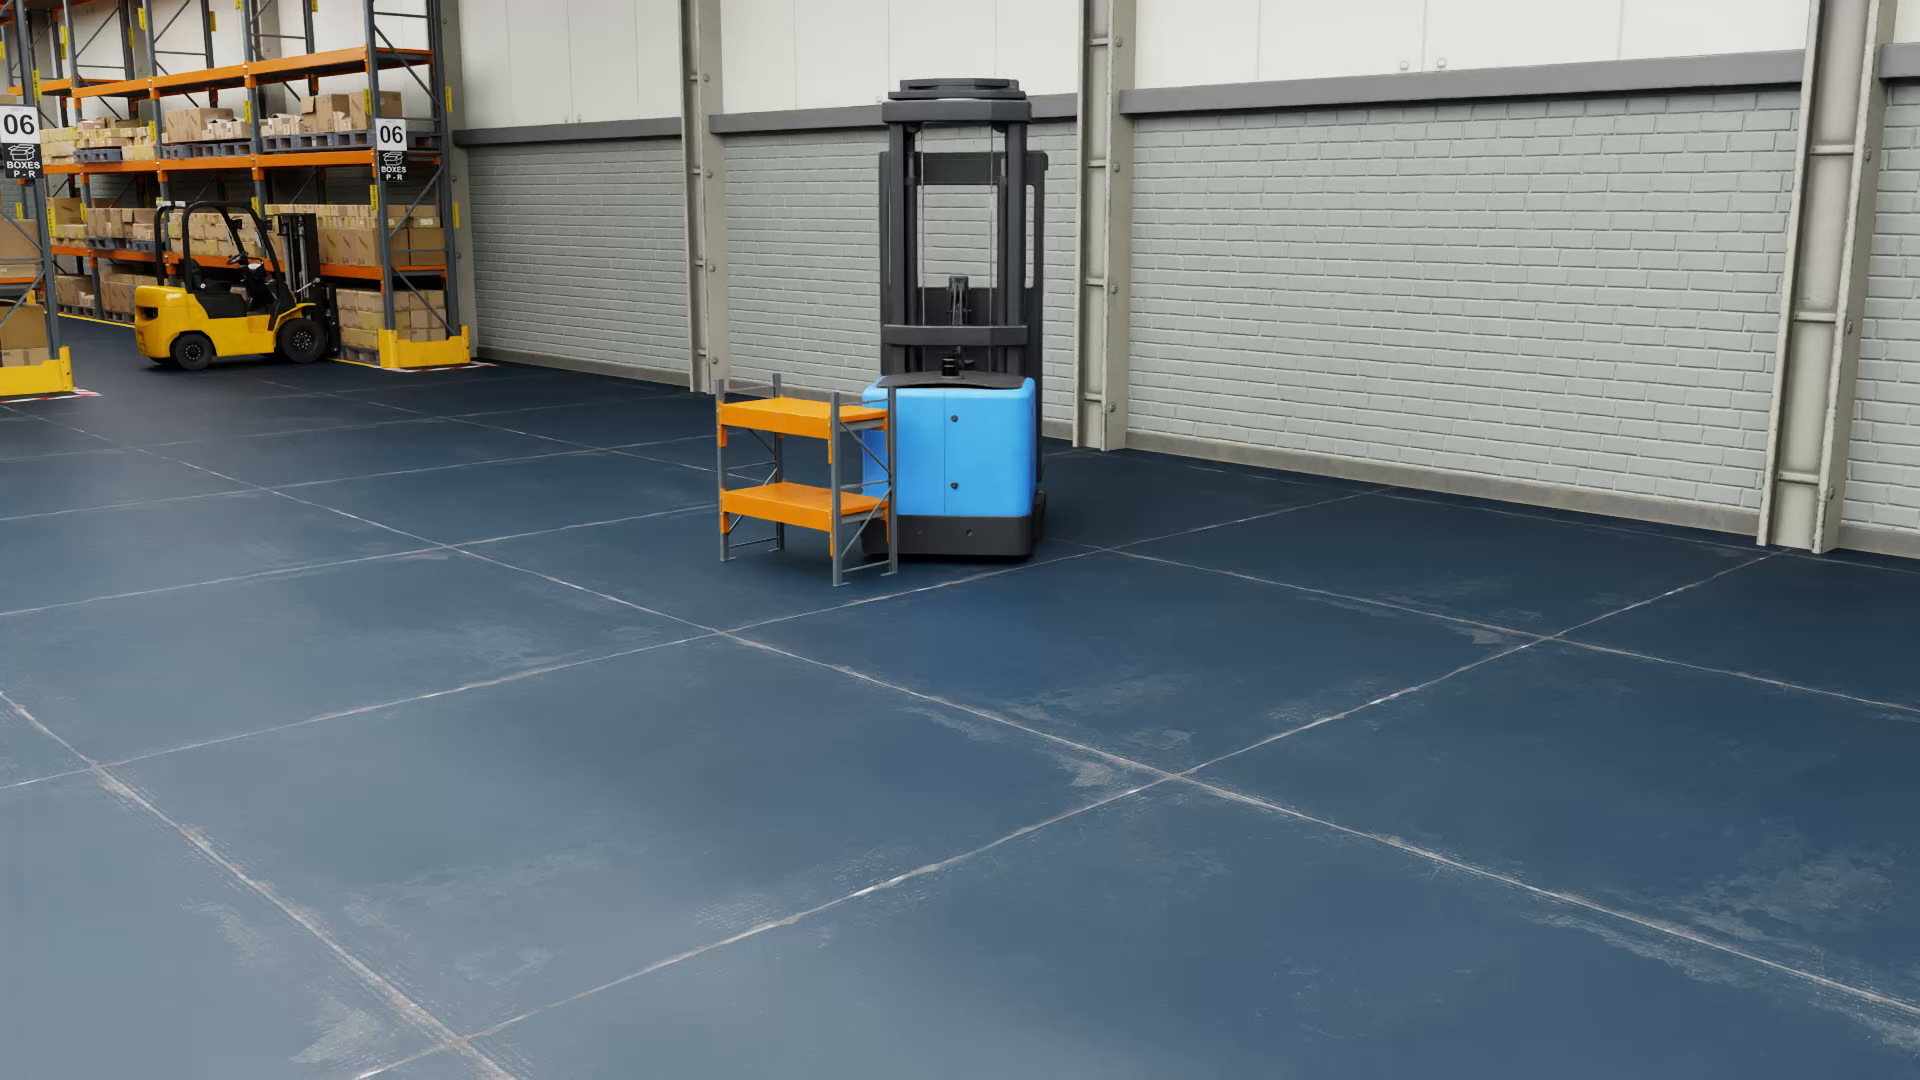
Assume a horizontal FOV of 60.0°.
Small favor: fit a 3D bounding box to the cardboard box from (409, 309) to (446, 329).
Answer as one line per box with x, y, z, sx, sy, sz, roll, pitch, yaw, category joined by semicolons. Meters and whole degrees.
-7.372;-3.034;22.738;0.500;0.250;0.500;-11;16;-42;cardboard box

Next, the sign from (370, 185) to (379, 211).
-7.599;-4.442;21.582;0.100;0.325;0.005;-11;16;-43;sign

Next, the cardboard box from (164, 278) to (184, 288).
-13.246;-4.336;28.070;0.250;0.149;0.380;11;16;42;cardboard box

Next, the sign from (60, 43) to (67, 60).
-17.831;-9.715;33.059;0.100;0.325;0.005;-11;16;-43;sign

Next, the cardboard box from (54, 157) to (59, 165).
-16.800;-7.133;31.290;0.380;0.149;0.250;-11;16;-42;cardboard box

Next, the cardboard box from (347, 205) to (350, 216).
-8.108;-4.481;22.633;0.380;0.149;0.250;-11;16;-42;cardboard box

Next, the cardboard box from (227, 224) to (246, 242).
-10.844;-4.698;25.413;0.500;0.250;0.500;11;16;44;cardboard box

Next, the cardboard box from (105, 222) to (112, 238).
-14.802;-5.467;29.308;0.396;0.266;0.258;-10;15;-40;cardboard box

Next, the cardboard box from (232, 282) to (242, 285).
-11.844;-3.855;27.036;0.875;0.625;0.625;-10;15;-41;cardboard box

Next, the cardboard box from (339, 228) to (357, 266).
-8.079;-3.994;22.615;0.500;0.500;0.500;-10;15;-41;cardboard box

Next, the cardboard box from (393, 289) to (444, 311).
-7.392;-3.278;22.683;0.500;0.250;0.500;-11;16;-43;cardboard box

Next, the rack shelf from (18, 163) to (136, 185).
-16.865;-6.992;31.767;1.077;0.370;4.000;-11;16;-43;rack shelf

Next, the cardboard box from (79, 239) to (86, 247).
-16.083;-5.507;30.831;0.380;0.149;0.250;-10;16;-41;cardboard box

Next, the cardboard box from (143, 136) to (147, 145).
-13.469;-6.692;27.908;0.380;0.149;0.250;-10;16;-41;cardboard box

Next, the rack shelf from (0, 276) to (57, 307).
-12.166;-3.080;20.209;1.077;0.370;4.000;-11;16;-43;rack shelf

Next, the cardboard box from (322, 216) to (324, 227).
-8.650;-4.444;23.190;0.380;0.149;0.250;-11;16;-43;cardboard box

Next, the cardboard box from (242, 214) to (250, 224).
-10.678;-4.880;25.309;0.380;0.149;0.250;-11;16;-43;cardboard box

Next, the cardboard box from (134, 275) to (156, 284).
-14.274;-4.576;29.237;0.380;0.149;0.250;-11;16;-42;cardboard box

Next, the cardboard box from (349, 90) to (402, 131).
-7.679;-5.636;21.863;0.500;0.500;0.500;-10;15;-41;cardboard box

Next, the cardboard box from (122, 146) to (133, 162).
-13.945;-6.583;28.369;0.500;0.250;0.500;-11;16;-43;cardboard box

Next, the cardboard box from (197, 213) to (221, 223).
-11.949;-5.138;26.559;0.380;0.149;0.250;-11;16;-42;cardboard box

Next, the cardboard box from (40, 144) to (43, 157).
-17.428;-7.458;31.880;0.500;0.250;0.500;11;16;43;cardboard box

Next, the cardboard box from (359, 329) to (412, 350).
-7.750;-2.716;22.434;0.500;0.250;0.500;-11;16;-42;cardboard box

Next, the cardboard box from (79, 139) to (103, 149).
-15.412;-7.043;29.563;0.380;0.149;0.250;-11;16;-42;cardboard box

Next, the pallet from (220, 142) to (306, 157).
-10.578;-5.919;25.246;1.217;0.209;0.805;11;16;43;pallet

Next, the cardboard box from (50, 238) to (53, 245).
-17.364;-5.763;32.075;0.250;0.149;0.380;11;16;44;cardboard box

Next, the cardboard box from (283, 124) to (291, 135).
-9.339;-5.797;23.516;0.380;0.149;0.250;-10;15;-41;cardboard box

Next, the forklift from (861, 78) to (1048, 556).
0.030;-1.581;11.322;1.130;2.935;3.031;1;12;5;forklift

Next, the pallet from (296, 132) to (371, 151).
-8.513;-5.543;23.169;1.003;0.211;1.213;-11;16;-43;pallet

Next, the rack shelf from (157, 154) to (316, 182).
-11.341;-5.825;26.100;1.077;0.370;4.000;-11;16;-43;rack shelf

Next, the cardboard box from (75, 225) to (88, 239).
-16.012;-5.696;30.761;0.500;0.250;0.500;-10;16;-41;cardboard box

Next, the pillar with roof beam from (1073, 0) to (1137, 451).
-1.853;-4.647;11.165;9.100;9.000;0.400;-11;16;-43;pillar with roof beam

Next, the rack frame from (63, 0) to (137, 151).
-15.484;-8.522;29.975;1.000;3.000;0.127;-11;16;-43;rack frame

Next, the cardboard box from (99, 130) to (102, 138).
-14.799;-7.091;29.057;0.380;0.149;0.250;-11;16;-42;cardboard box

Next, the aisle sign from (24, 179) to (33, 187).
-18.506;-7.410;33.001;0.394;0.787;0.004;-11;16;-43;aisle sign

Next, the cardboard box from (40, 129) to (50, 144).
-17.068;-7.633;31.488;0.500;0.250;0.500;-10;16;-41;cardboard box

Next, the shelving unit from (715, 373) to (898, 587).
-0.927;-0.388;10.007;1.048;1.125;0.538;11;16;42;shelving unit

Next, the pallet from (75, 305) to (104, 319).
-15.958;-4.318;31.349;1.003;0.211;1.213;-11;16;-43;pallet

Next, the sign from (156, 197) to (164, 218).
-13.108;-5.451;27.264;0.100;0.325;0.005;-11;16;-43;sign

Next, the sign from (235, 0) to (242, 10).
-10.344;-7.773;23.830;0.100;0.325;0.005;-11;16;-43;sign

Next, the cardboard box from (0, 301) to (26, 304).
-11.523;-2.602;20.022;0.500;0.500;0.500;11;16;43;cardboard box

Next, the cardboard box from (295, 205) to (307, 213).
-9.223;-4.693;23.665;0.380;0.149;0.250;-11;16;-43;cardboard box

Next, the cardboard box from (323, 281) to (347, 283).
-9.480;-3.720;24.830;0.500;0.250;0.500;-10;16;-41;cardboard box

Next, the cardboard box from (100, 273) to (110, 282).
-15.429;-4.793;30.291;0.380;0.149;0.250;-10;15;-40;cardboard box

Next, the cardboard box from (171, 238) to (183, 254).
-12.592;-4.828;27.282;0.500;0.250;0.500;-11;16;-42;cardboard box

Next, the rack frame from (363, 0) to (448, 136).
-7.197;-6.771;21.475;1.000;3.000;0.127;-11;16;-43;rack frame

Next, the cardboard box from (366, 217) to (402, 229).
-7.639;-4.211;22.060;0.380;0.149;0.250;-11;16;-42;cardboard box

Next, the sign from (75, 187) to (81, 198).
-17.831;-6.964;33.626;0.100;0.325;0.005;-11;16;-43;sign

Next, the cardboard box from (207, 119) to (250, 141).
-11.166;-6.280;25.459;0.500;0.311;0.500;11;16;43;cardboard box

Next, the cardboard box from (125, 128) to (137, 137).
-13.893;-6.899;28.175;0.380;0.149;0.250;-11;16;-44;cardboard box

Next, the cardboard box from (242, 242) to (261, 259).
-10.497;-4.380;25.109;0.500;0.250;0.500;-10;16;-41;cardboard box

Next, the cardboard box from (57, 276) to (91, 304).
-17.038;-4.825;32.052;0.500;0.500;0.500;-11;16;-42;cardboard box
